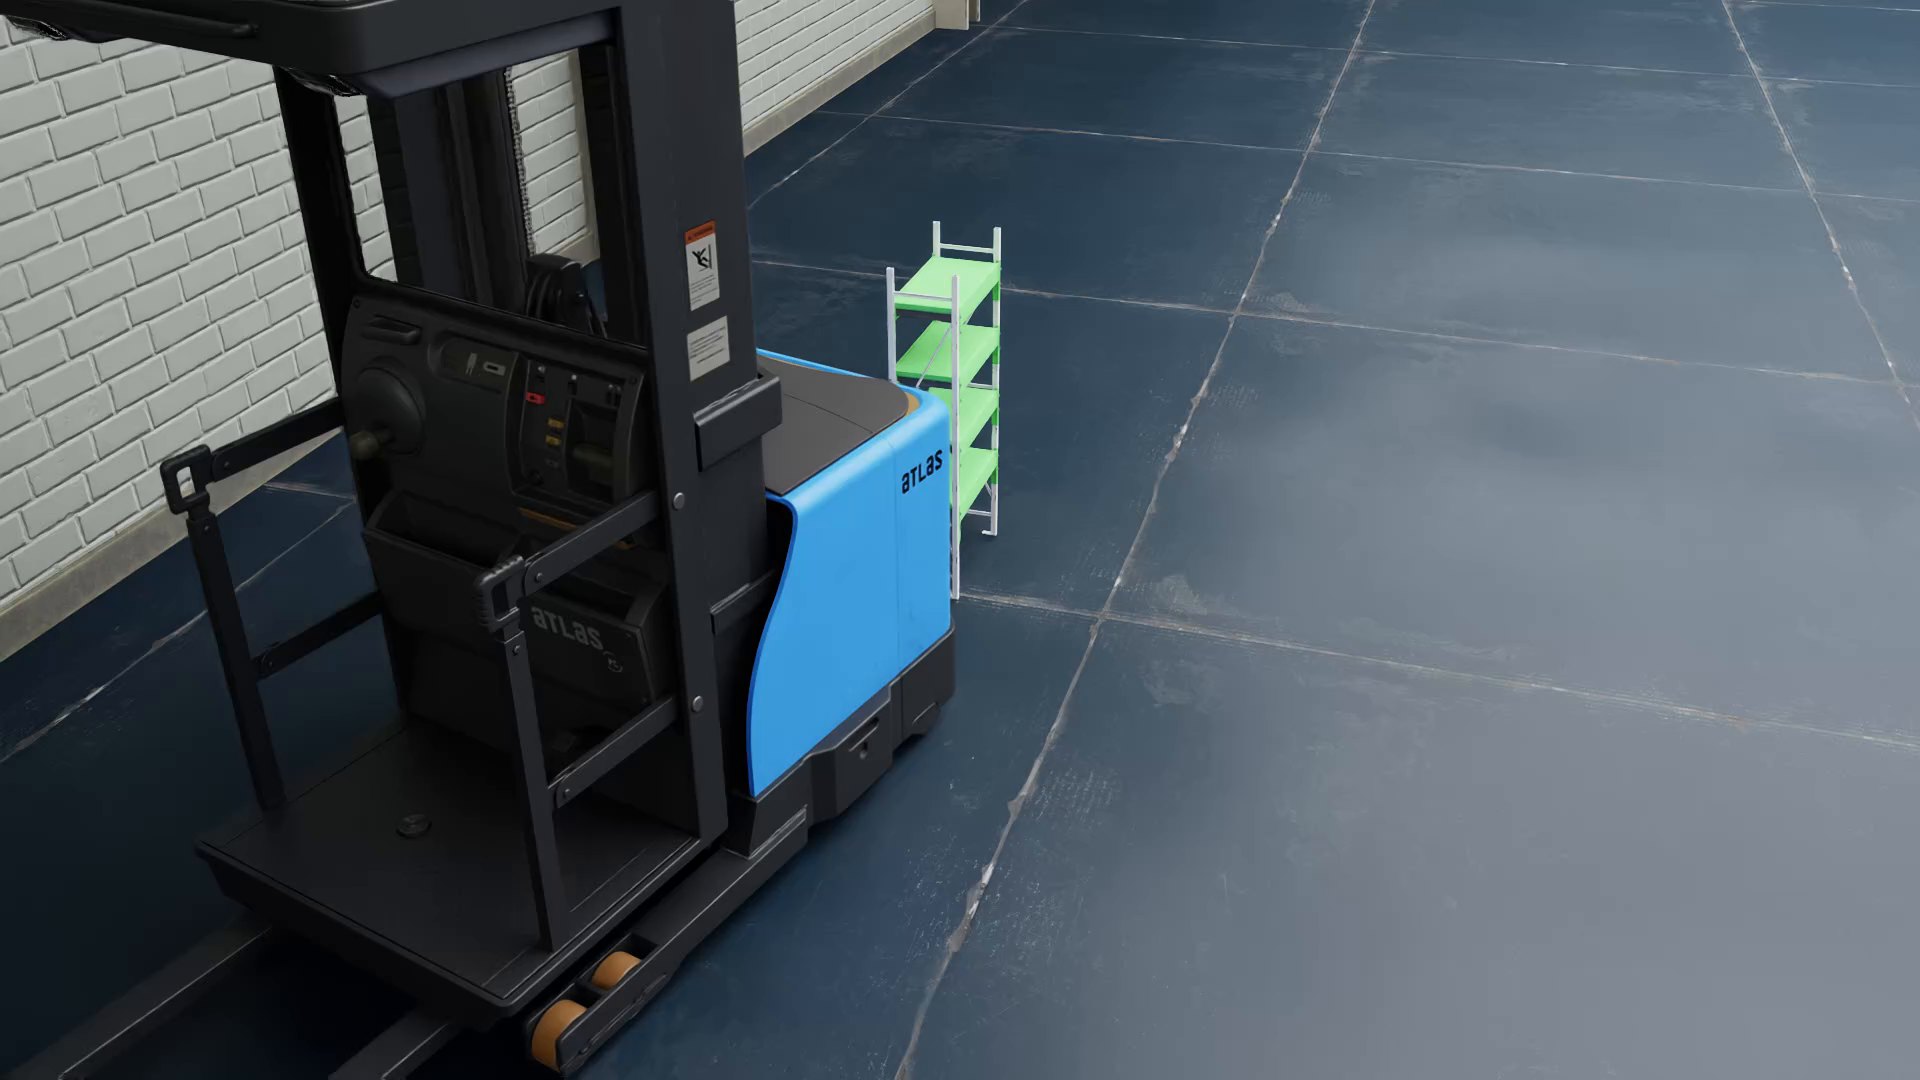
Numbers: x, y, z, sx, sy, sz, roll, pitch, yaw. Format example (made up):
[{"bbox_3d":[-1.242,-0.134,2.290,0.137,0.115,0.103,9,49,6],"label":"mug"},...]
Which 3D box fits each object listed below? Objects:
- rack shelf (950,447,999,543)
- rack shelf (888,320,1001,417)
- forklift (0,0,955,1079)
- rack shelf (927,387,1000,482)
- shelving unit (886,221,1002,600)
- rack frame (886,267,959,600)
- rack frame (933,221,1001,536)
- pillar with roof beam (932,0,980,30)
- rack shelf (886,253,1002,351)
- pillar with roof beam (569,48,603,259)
[{"bbox_3d":[-0.049,-0.182,5.968,0.258,0.148,0.480,8,30,15],"label":"rack shelf"},{"bbox_3d":[-0.049,-0.601,5.734,0.258,0.148,0.480,8,30,15],"label":"rack shelf"},{"bbox_3d":[-1.215,-0.271,3.723,1.130,2.935,3.031,17,33,27],"label":"forklift"},{"bbox_3d":[-0.049,-0.392,5.851,0.258,0.148,0.480,8,30,15],"label":"rack shelf"},{"bbox_3d":[-0.049,-0.447,5.820,0.258,1.200,0.503,8,30,15],"label":"shelving unit"},{"bbox_3d":[-0.120,-0.334,5.616,0.240,1.200,0.015,8,30,15],"label":"rack frame"},{"bbox_3d":[0.023,-0.561,6.024,0.240,1.200,0.015,8,30,15],"label":"rack frame"},{"bbox_3d":[4.082,-7.706,10.847,9.100,9.000,0.400,8,30,15],"label":"pillar with roof beam"},{"bbox_3d":[-0.049,-0.811,5.618,0.258,0.148,0.480,8,30,15],"label":"rack shelf"},{"bbox_3d":[2.321,-4.918,5.834,9.100,9.000,0.400,8,30,15],"label":"pillar with roof beam"}]
